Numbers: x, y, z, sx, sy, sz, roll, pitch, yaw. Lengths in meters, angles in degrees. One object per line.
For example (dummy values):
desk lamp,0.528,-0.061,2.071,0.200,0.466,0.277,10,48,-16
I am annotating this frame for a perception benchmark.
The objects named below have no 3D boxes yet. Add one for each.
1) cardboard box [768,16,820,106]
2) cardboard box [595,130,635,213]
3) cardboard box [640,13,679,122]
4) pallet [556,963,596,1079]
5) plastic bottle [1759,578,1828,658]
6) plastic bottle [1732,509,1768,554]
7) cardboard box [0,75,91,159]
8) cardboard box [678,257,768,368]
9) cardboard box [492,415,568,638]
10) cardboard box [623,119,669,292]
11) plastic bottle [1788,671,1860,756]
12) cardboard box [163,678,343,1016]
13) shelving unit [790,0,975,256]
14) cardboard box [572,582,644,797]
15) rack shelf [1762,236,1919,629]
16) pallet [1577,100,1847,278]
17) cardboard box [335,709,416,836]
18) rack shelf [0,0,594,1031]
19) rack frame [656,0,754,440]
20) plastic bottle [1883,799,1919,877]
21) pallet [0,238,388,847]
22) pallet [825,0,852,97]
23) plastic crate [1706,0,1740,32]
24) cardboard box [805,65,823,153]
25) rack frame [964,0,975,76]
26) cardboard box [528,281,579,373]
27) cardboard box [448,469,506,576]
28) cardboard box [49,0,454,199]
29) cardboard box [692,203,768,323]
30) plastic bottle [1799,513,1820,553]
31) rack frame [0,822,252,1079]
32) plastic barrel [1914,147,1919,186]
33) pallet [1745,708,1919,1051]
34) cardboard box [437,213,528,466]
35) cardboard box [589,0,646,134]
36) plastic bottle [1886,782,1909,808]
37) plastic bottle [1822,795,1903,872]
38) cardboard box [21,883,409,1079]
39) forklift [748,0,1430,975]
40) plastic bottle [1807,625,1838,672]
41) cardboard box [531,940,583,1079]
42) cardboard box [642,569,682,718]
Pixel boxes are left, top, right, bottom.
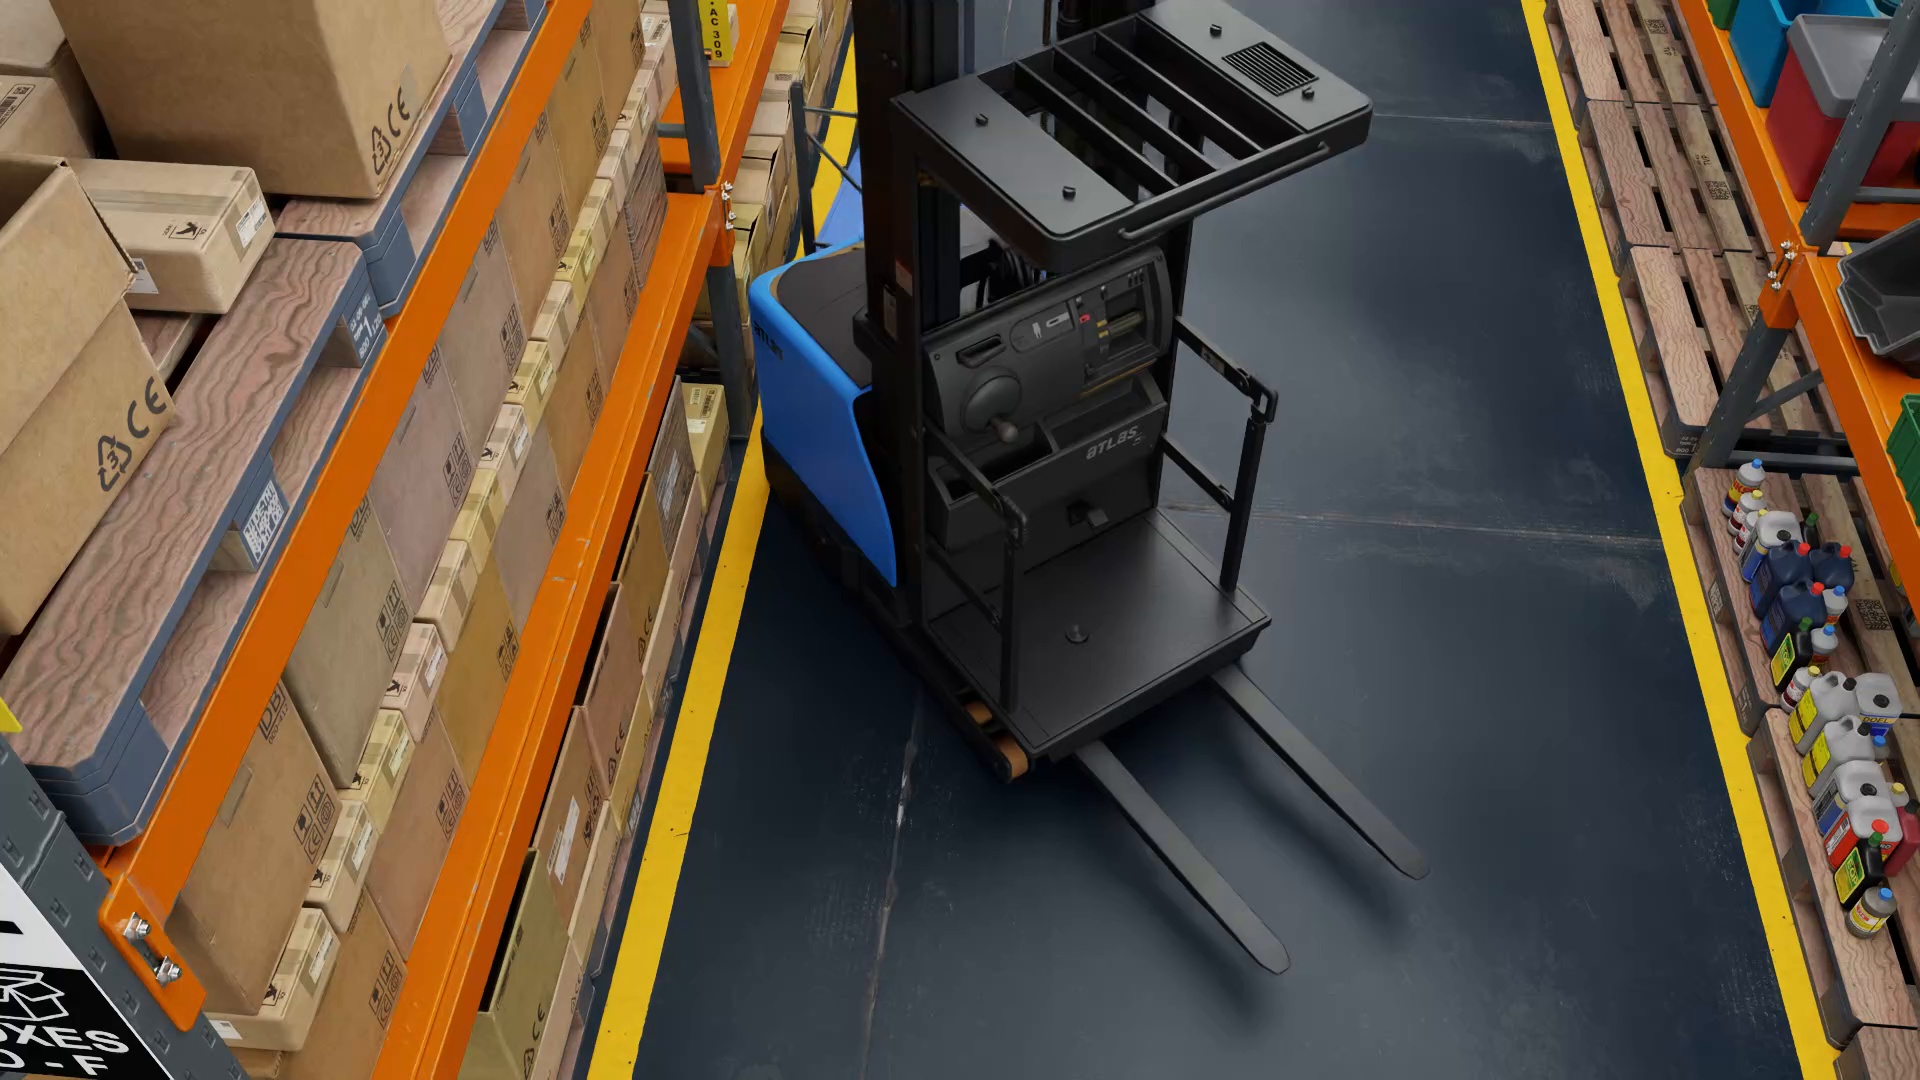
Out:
cardboard box,-0.978,-2.342,8.084,0.500,0.311,0.500,5,48,5
cardboard box,-1.260,-1.186,5.321,0.380,0.149,0.250,3,48,2
cardboard box,-1.401,-1.836,6.524,0.500,0.250,0.500,7,48,6
pallet,-1.739,1.793,4.993,1.003,0.211,1.213,4,48,4
plastic bottle,3.026,0.263,6.000,0.144,0.351,0.185,2,48,2
plastic bottle,3.046,-0.036,6.375,0.097,0.201,0.097,0,48,0
cardboard box,-1.925,-0.598,2.979,0.500,0.250,0.500,4,48,4
cardboard box,-1.119,-1.016,7.251,0.500,0.250,0.500,3,48,3
cardboard box,-1.573,-0.097,4.764,0.700,0.500,0.500,5,48,5
cardboard box,-1.437,-1.229,5.800,0.700,0.500,0.500,3,48,3
plastic bottle,2.987,0.575,5.714,0.144,0.351,0.185,4,48,3
cardboard box,-1.707,0.564,3.280,0.700,0.500,0.500,4,48,4
shelving unit,-0.291,-1.558,7.184,0.538,1.500,1.048,9,48,8
cardboard box,-1.357,0.469,5.385,0.500,0.500,0.500,4,48,4
rack shelf,3.348,0.526,4.750,1.077,0.370,4.000,4,48,4
pallet,3.672,-1.724,8.210,1.003,0.211,1.213,4,48,4
cardboard box,-1.471,0.513,3.766,0.380,0.149,0.250,4,48,4
rack shelf,-1.585,-0.822,3.950,1.077,0.370,4.000,4,48,4
rack frame,-1.402,-1.522,6.135,1.000,3.000,0.127,4,48,4
plastic bottle,3.053,0.966,5.403,0.061,0.283,0.133,4,48,4
pallet,-1.677,-0.083,2.846,1.003,0.211,1.213,4,48,4
pallet,-1.152,-2.918,9.302,1.003,0.211,1.213,4,48,4
plastic crate,3.408,-2.414,7.094,0.450,0.188,0.662,4,48,4
cardboard box,-0.979,-2.146,8.285,0.500,0.250,0.500,5,48,4
rack frame,-0.183,-1.924,7.519,0.500,1.500,0.032,9,48,8
cardboard box,-1.331,-0.628,4.810,0.380,0.149,0.250,5,48,5
cardboard box,-1.401,-0.056,4.287,0.380,0.149,0.250,3,48,3
cardboard box,-1.343,-1.020,3.196,0.500,0.500,0.500,4,48,4
cardboard box,-1.117,-1.212,7.051,0.500,0.311,0.500,4,48,4
plastic bottle,3.168,0.033,6.256,0.061,0.283,0.133,4,48,4
rack frame,-1.767,1.417,3.447,1.000,3.000,0.127,4,48,4
plastic barrel,3.867,-1.619,5.884,0.600,0.901,0.708,4,48,4
pallet,3.319,1.144,5.586,1.003,0.211,1.213,4,48,4
cardboard box,-1.574,-0.561,4.309,0.700,0.500,0.500,4,48,4
cardboard box,-1.437,-1.667,5.321,0.700,0.500,0.500,4,48,4
plastic bottle,3.085,0.879,5.537,0.097,0.201,0.097,0,48,0
plastic bottle,2.947,0.961,5.412,0.152,0.276,0.135,4,48,4
cardboard box,-1.712,1.041,3.723,0.700,0.500,0.500,4,48,4
forklift,0.428,-0.535,5.279,1.130,2.935,3.031,-26,53,-22
plastic bottle,3.050,0.400,5.928,0.097,0.271,0.097,0,48,0
cardboard box,-1.455,1.457,4.990,0.500,0.250,0.500,4,48,4
cardboard box,-1.313,0.355,5.998,0.500,0.250,0.500,4,48,4
